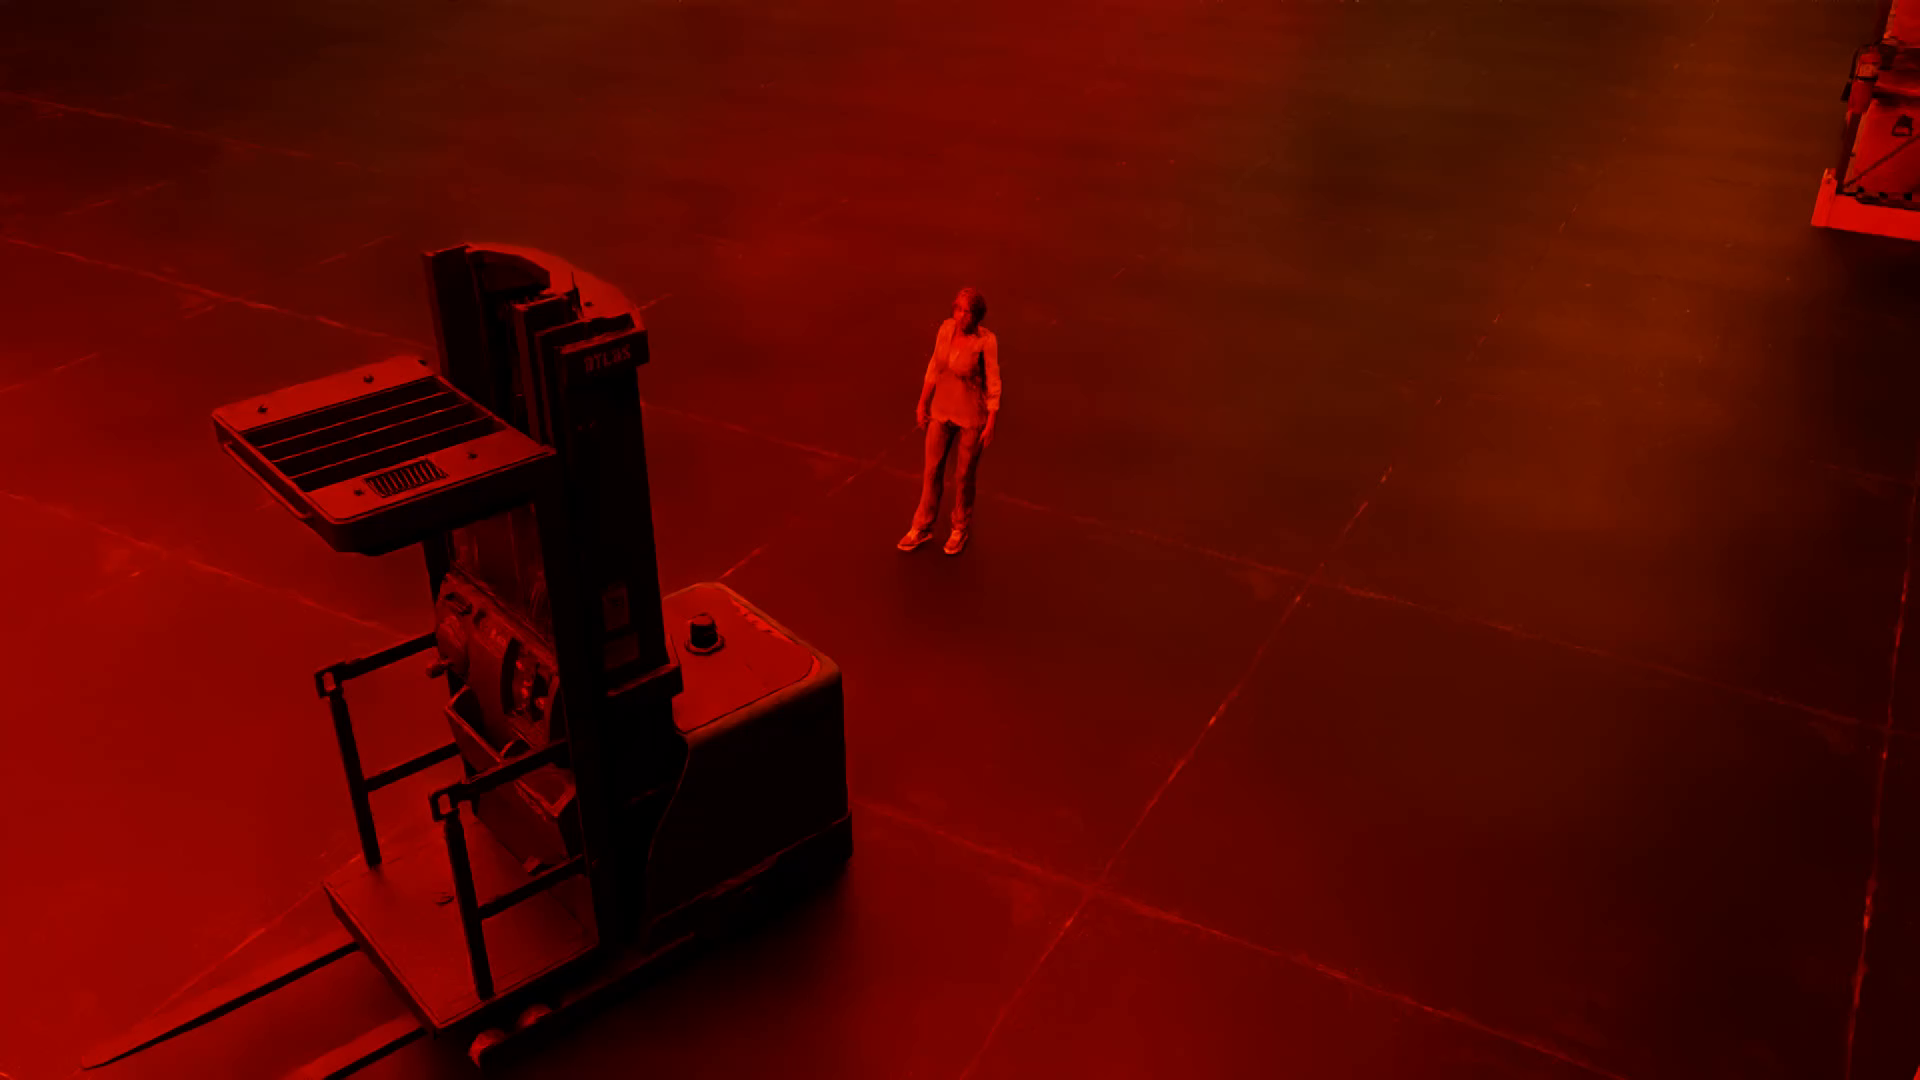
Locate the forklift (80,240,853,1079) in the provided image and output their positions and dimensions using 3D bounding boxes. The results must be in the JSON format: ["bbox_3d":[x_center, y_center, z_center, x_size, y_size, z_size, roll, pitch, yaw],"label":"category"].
[{"bbox_3d":[-1.922,0.491,6.220,3.031,2.935,1.130,-24,37,-35],"label":"forklift"}]

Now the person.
[{"bbox_3d":[-0.048,-0.669,9.550,0.521,1.597,0.474,15,33,25],"label":"person"}]
